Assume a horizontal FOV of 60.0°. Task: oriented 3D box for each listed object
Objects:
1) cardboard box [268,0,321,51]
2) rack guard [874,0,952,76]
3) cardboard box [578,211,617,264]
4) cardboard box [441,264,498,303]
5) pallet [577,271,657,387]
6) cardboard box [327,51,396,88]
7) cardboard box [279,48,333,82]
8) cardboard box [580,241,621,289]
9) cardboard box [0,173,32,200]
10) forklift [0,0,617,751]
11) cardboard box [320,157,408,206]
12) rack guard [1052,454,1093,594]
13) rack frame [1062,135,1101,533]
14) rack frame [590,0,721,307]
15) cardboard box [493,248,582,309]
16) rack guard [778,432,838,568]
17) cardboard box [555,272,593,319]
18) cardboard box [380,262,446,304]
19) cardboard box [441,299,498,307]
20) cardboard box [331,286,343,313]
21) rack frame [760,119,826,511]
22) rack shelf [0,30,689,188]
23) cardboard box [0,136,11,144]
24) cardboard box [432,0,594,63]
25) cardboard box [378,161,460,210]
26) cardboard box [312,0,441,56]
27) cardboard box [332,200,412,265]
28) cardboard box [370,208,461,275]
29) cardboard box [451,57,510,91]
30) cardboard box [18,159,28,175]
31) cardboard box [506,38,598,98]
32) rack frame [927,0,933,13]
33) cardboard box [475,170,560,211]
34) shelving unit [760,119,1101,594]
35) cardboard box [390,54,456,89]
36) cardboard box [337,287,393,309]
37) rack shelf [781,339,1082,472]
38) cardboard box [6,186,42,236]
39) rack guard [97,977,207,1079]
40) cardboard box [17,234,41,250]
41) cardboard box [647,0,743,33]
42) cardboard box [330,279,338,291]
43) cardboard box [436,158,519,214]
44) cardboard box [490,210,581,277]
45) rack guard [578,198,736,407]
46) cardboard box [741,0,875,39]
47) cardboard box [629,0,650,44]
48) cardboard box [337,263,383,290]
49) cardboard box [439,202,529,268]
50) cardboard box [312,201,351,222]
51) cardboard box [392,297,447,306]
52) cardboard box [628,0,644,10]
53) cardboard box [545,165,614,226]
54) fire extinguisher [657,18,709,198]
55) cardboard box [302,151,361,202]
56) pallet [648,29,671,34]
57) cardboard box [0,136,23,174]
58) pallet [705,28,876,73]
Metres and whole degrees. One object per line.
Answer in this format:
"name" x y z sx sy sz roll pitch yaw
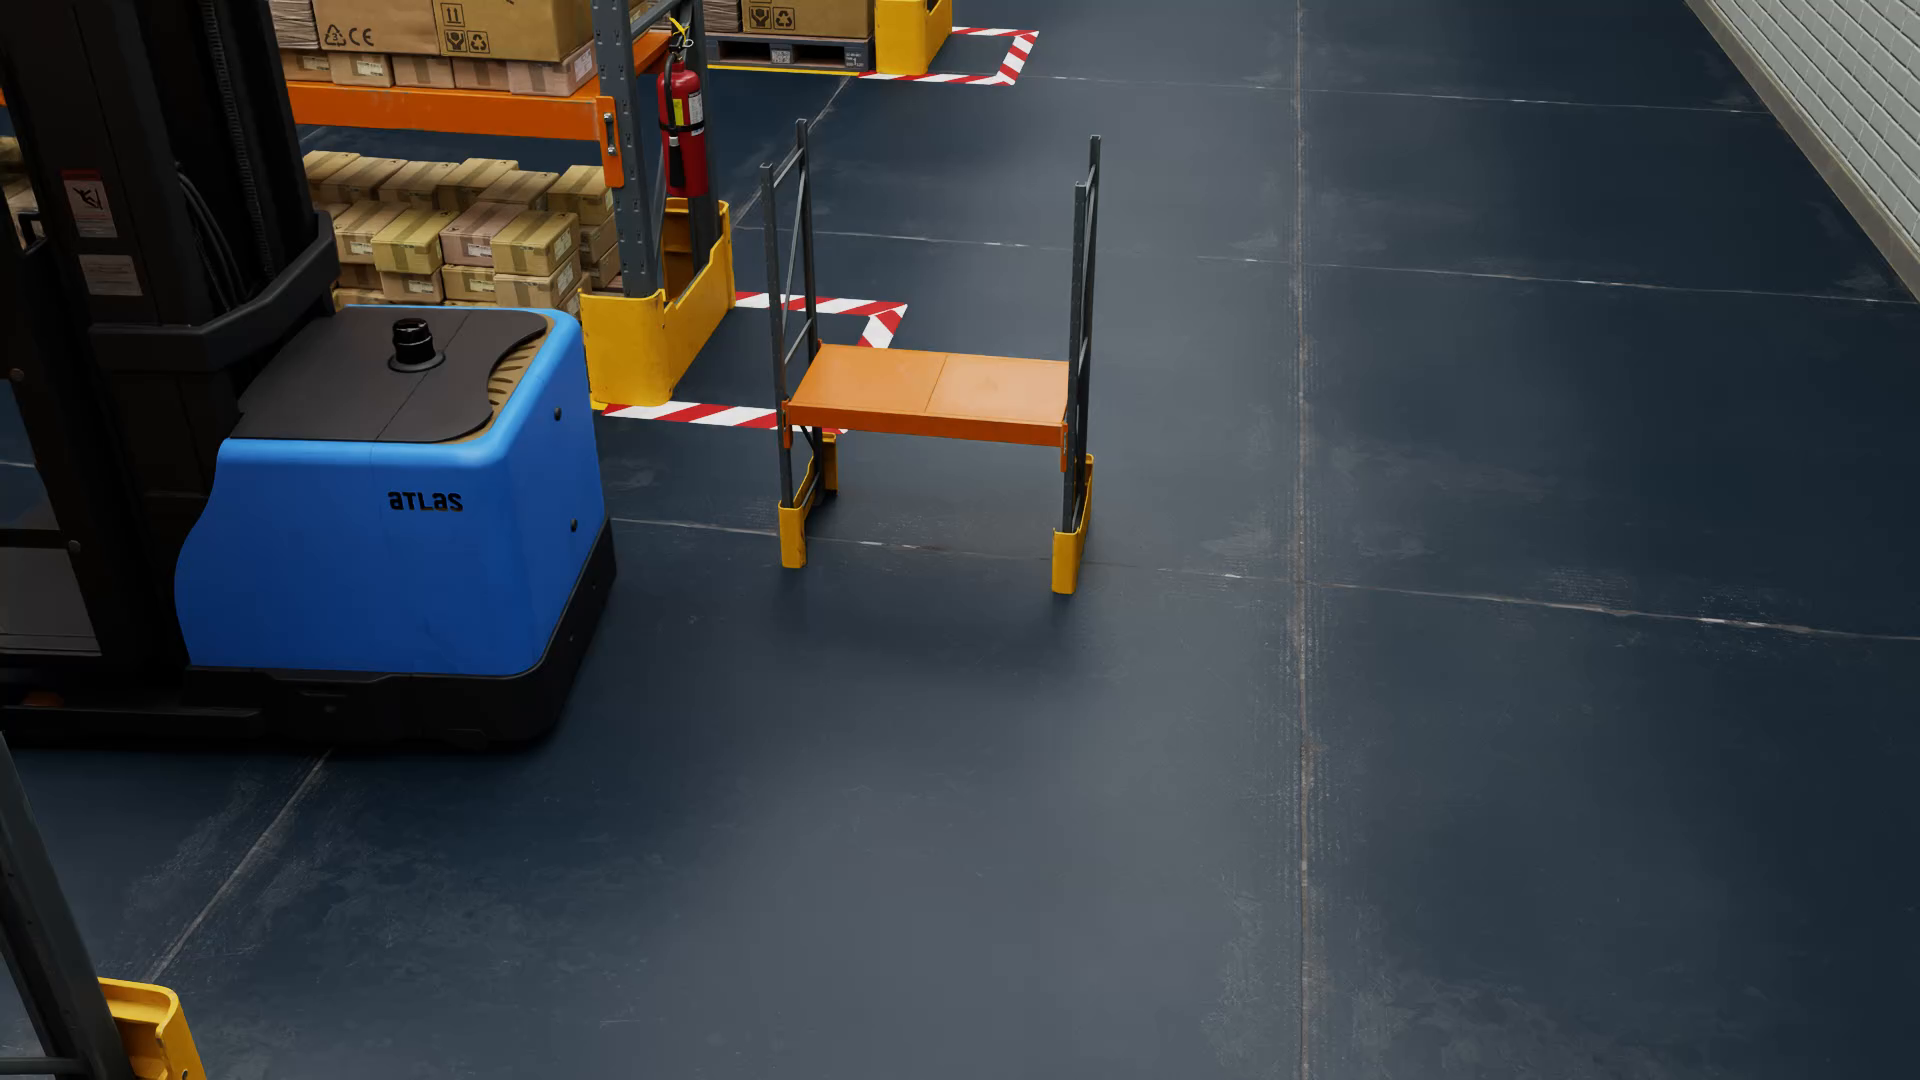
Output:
"cardboard box" -2.767 -2.316 6.748 0.500 0.500 0.500 5 32 8
"rack guard" -0.315 -3.677 11.653 0.348 0.500 1.175 5 32 8
"cardboard box" -1.746 -1.430 7.718 0.250 0.149 0.380 6 33 10
"cardboard box" -2.090 -1.198 7.348 0.250 0.149 0.380 4 32 7
"pallet" -2.143 -1.069 7.759 1.213 0.211 1.003 5 32 8
"cardboard box" -2.386 -1.995 6.847 0.250 0.149 0.380 6 33 10
"cardboard box" -2.641 -2.034 6.909 0.250 0.149 0.380 4 32 6
"cardboard box" -1.735 -1.337 7.850 0.250 0.149 0.380 6 33 9
"cardboard box" -4.392 -1.541 7.614 0.250 0.149 0.380 5 32 8
"forklift" -2.759 -0.881 4.895 3.031 2.935 1.130 2 32 3
"cardboard box" -2.781 -1.659 7.804 0.250 0.149 0.380 6 33 10
"rack guard" 0.416 -0.068 6.124 0.087 0.250 0.587 5 32 8
"rack frame" 0.417 -0.598 5.792 0.032 1.500 0.500 5 32 8
"rack frame" -1.273 -2.153 6.863 0.127 3.000 1.000 5 32 8
"cardboard box" -1.841 -1.147 7.266 0.250 0.149 0.380 4 32 7
"rack guard" -0.566 -0.157 6.266 0.087 0.250 0.587 5 32 8
"cardboard box" -1.827 -1.061 7.409 0.250 0.149 0.380 6 32 9
"cardboard box" -2.354 -1.192 7.338 0.250 0.149 0.380 4 32 6
"cardboard box" -2.097 -1.031 7.361 0.250 0.149 0.380 6 33 10
"cardboard box" -2.851 -1.105 7.479 0.250 0.149 0.380 4 32 6
"rack frame" -0.585 -0.689 5.937 0.032 1.500 0.500 5 32 8
"rack shelf" -3.244 -2.027 7.339 4.000 0.370 1.077 5 32 8
"cardboard box" -4.821 -1.836 8.087 0.250 0.149 0.380 6 33 10
"cardboard box" -1.759 -2.227 6.606 0.500 0.500 0.500 6 33 9
"cardboard box" -2.509 -1.629 7.757 0.250 0.149 0.380 4 32 6
"cardboard box" -2.266 -2.276 6.684 0.500 0.500 0.500 5 32 7
"cardboard box" -2.597 -1.355 7.318 0.250 0.149 0.380 4 32 6
"cardboard box" -2.352 -1.299 7.228 0.250 0.149 0.380 4 32 7
"cardboard box" -1.881 -1.970 6.807 0.250 0.149 0.380 5 32 8
"cardboard box" -4.316 -1.816 8.054 0.250 0.149 0.380 5 32 8
"cardboard box" -1.642 -1.928 6.740 0.250 0.149 0.380 5 32 8
"rack frame" -0.339 -4.738 10.993 0.127 3.000 1.000 5 32 8
"cardboard box" -2.024 -1.561 7.647 0.250 0.149 0.380 6 33 9
"shelving unit" -0.075 -0.643 5.863 1.083 1.500 0.587 5 32 8
"cardboard box" -2.130 -1.984 6.830 0.250 0.149 0.380 5 32 8
"cardboard box" -2.589 -1.115 7.495 0.250 0.149 0.380 5 32 9
"rack shelf" -0.084 -0.491 5.960 1.000 0.185 0.538 5 32 8
"cardboard box" -4.131 -1.529 7.596 0.250 0.149 0.380 4 32 7
"rack guard" -1.982 1.506 3.372 0.348 0.500 1.175 5 32 8
"cardboard box" -4.136 -1.402 7.674 0.250 0.149 0.380 4 32 6
"cardboard box" -1.880 -4.112 11.599 0.875 0.875 0.875 5 32 8
"cardboard box" -2.866 -1.232 7.401 0.250 0.149 0.380 6 32 9
"cardboard box" -2.251 -1.651 7.790 0.250 0.149 0.380 5 32 8
"cardboard box" -1.837 -1.290 7.214 0.250 0.149 0.380 6 32 9
"rack guard" -1.348 -1.100 7.537 0.348 0.500 1.175 5 32 8
"cardboard box" -0.983 -4.031 11.469 0.875 0.875 0.875 5 32 8
"cardboard box" -1.537 -2.247 7.250 0.250 0.149 0.380 5 32 8
"cardboard box" -2.601 -1.270 7.463 0.250 0.149 0.380 5 32 8
"cardboard box" -2.075 -1.342 7.298 0.250 0.149 0.380 6 33 9
"cardboard box" -2.871 -1.350 7.310 0.250 0.149 0.380 6 33 10
"cardboard box" -2.343 -1.099 7.470 0.250 0.149 0.380 5 32 8
"cardboard box" -1.669 -2.506 7.052 0.500 0.500 0.500 7 33 11
"cardboard box" -1.732 -1.599 7.709 0.250 0.149 0.380 4 32 6
"fire extinguisher" -1.102 -1.698 6.561 0.183 0.674 0.296 5 32 8
"cardboard box" -3.033 -1.707 7.880 0.250 0.149 0.380 6 32 9
"pallet" -2.339 -3.697 11.957 1.213 0.211 1.003 5 32 8
"cardboard box" -4.563 -1.834 8.084 0.250 0.149 0.380 6 32 9
"pallet" -1.140 -3.587 11.781 1.213 0.211 1.003 5 32 8
